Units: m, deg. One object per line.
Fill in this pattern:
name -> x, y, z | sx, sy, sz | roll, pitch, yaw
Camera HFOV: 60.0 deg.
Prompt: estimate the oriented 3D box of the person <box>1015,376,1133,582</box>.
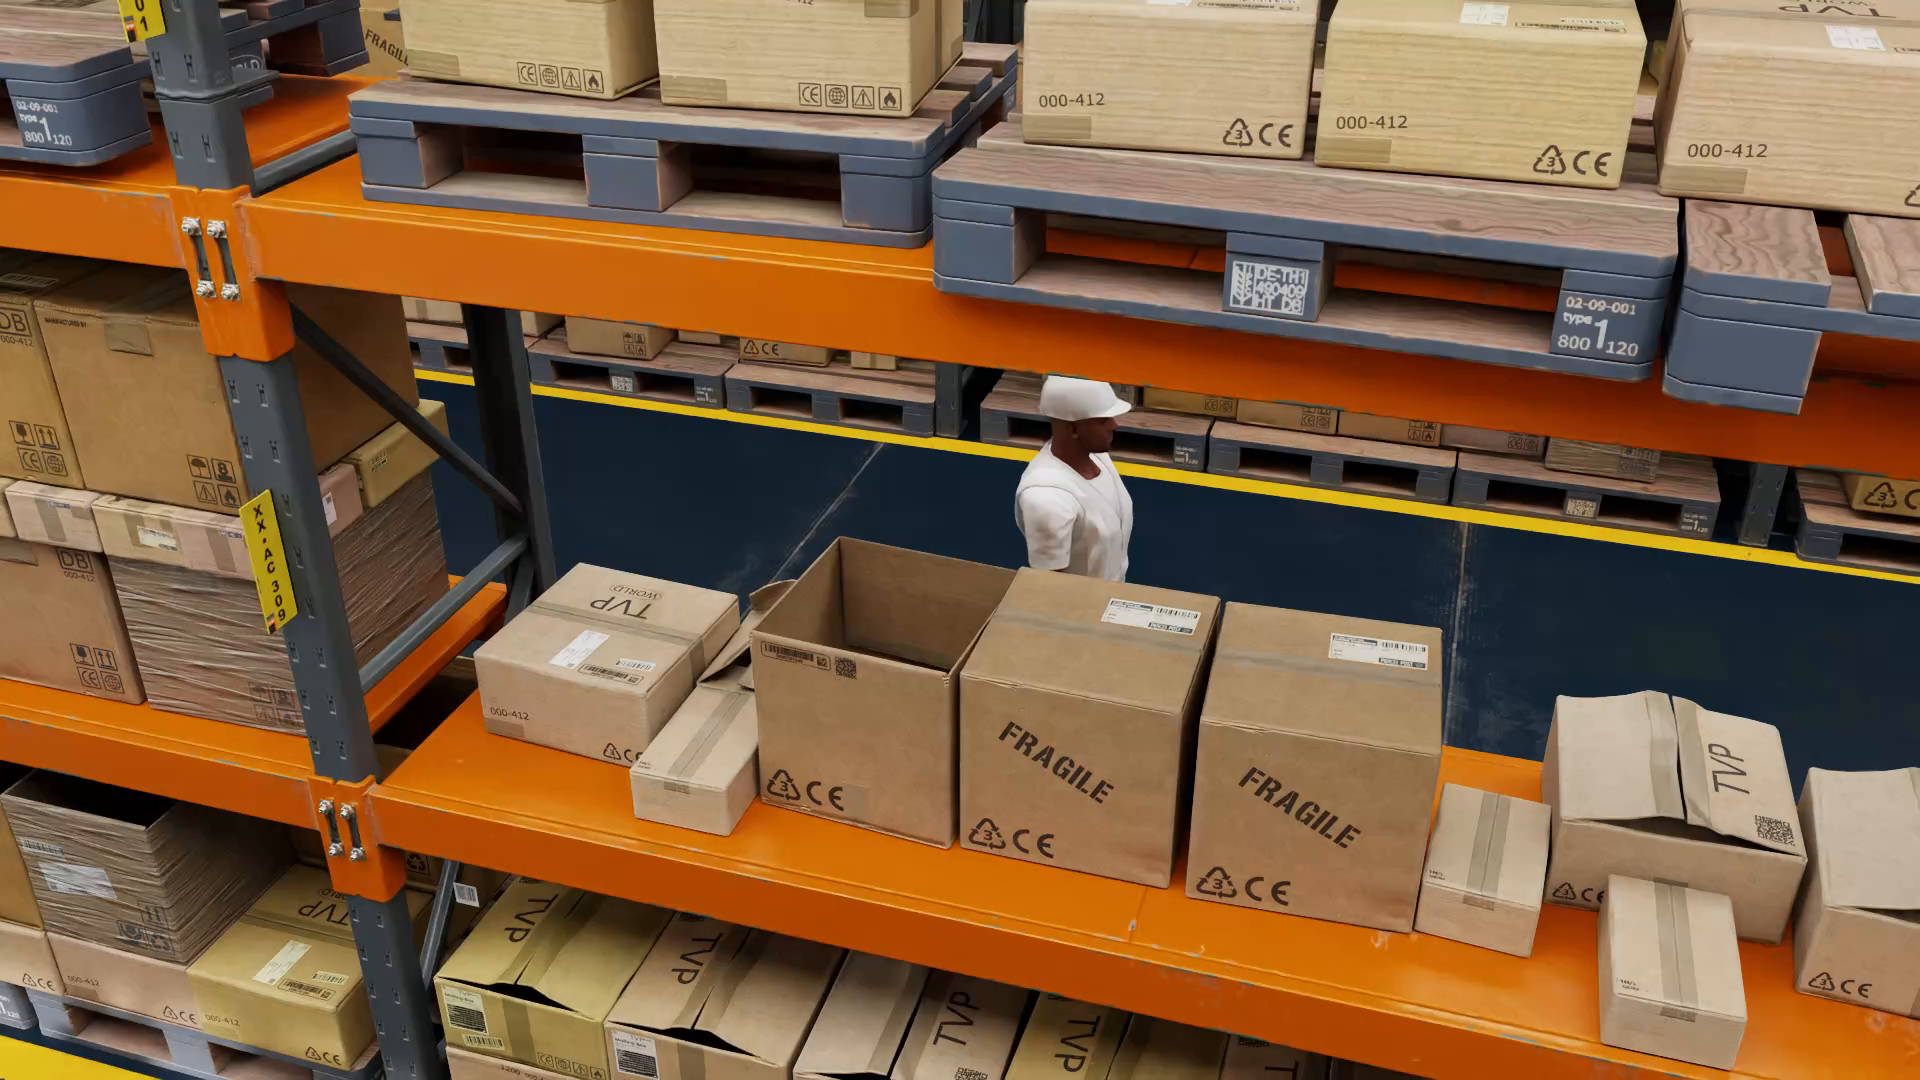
person -> 0.396, 0.239, 5.674 | 0.363, 1.761, 0.563 | 9, 30, 16
